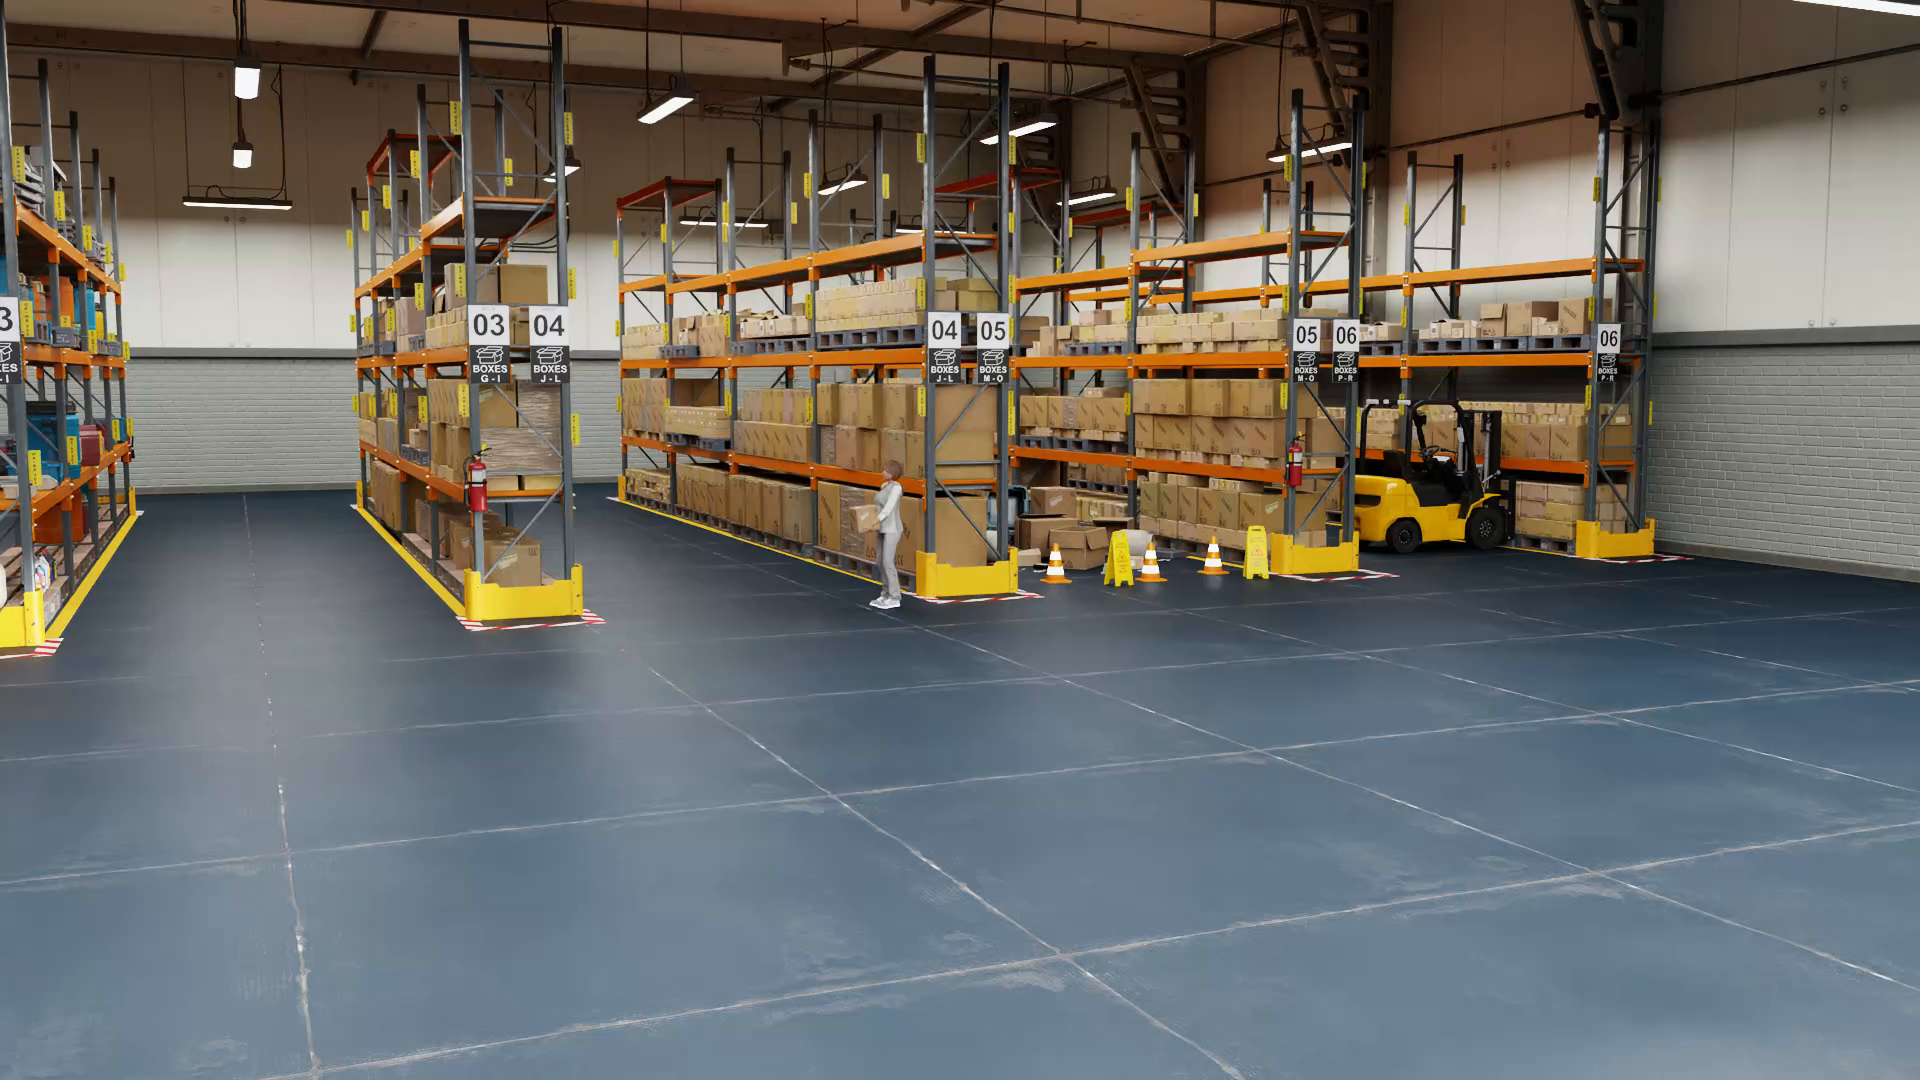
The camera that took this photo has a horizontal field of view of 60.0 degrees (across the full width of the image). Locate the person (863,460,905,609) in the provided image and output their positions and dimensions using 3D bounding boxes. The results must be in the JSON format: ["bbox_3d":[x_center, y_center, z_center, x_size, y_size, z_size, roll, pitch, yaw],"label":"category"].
[{"bbox_3d":[-0.857,-0.063,17.887,0.498,1.591,0.404,-2,6,-23],"label":"person"}]
